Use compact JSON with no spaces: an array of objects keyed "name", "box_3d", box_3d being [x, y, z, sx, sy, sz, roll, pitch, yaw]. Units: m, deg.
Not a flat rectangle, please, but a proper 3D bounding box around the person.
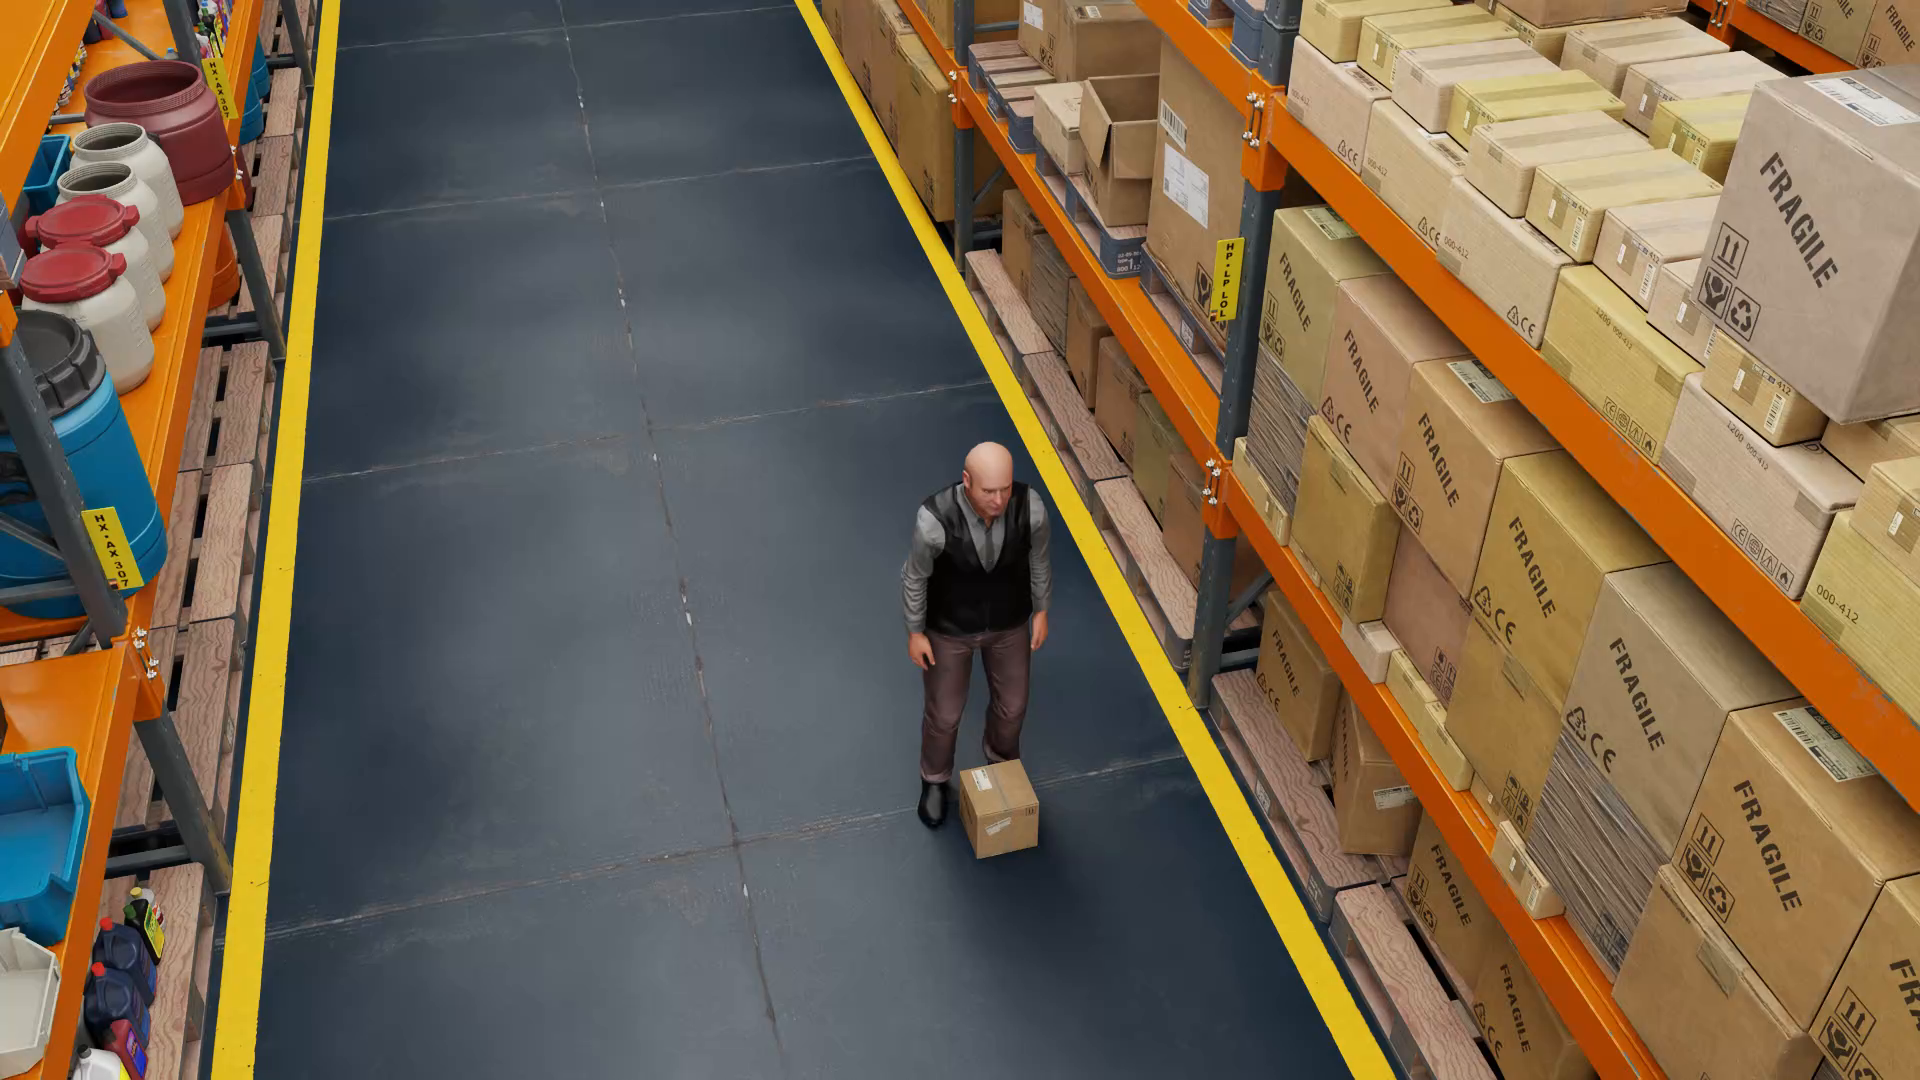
[{"name":"person","box_3d":[0.064,0.315,6.330,0.578,1.720,0.419,-10,39,-12]}]
